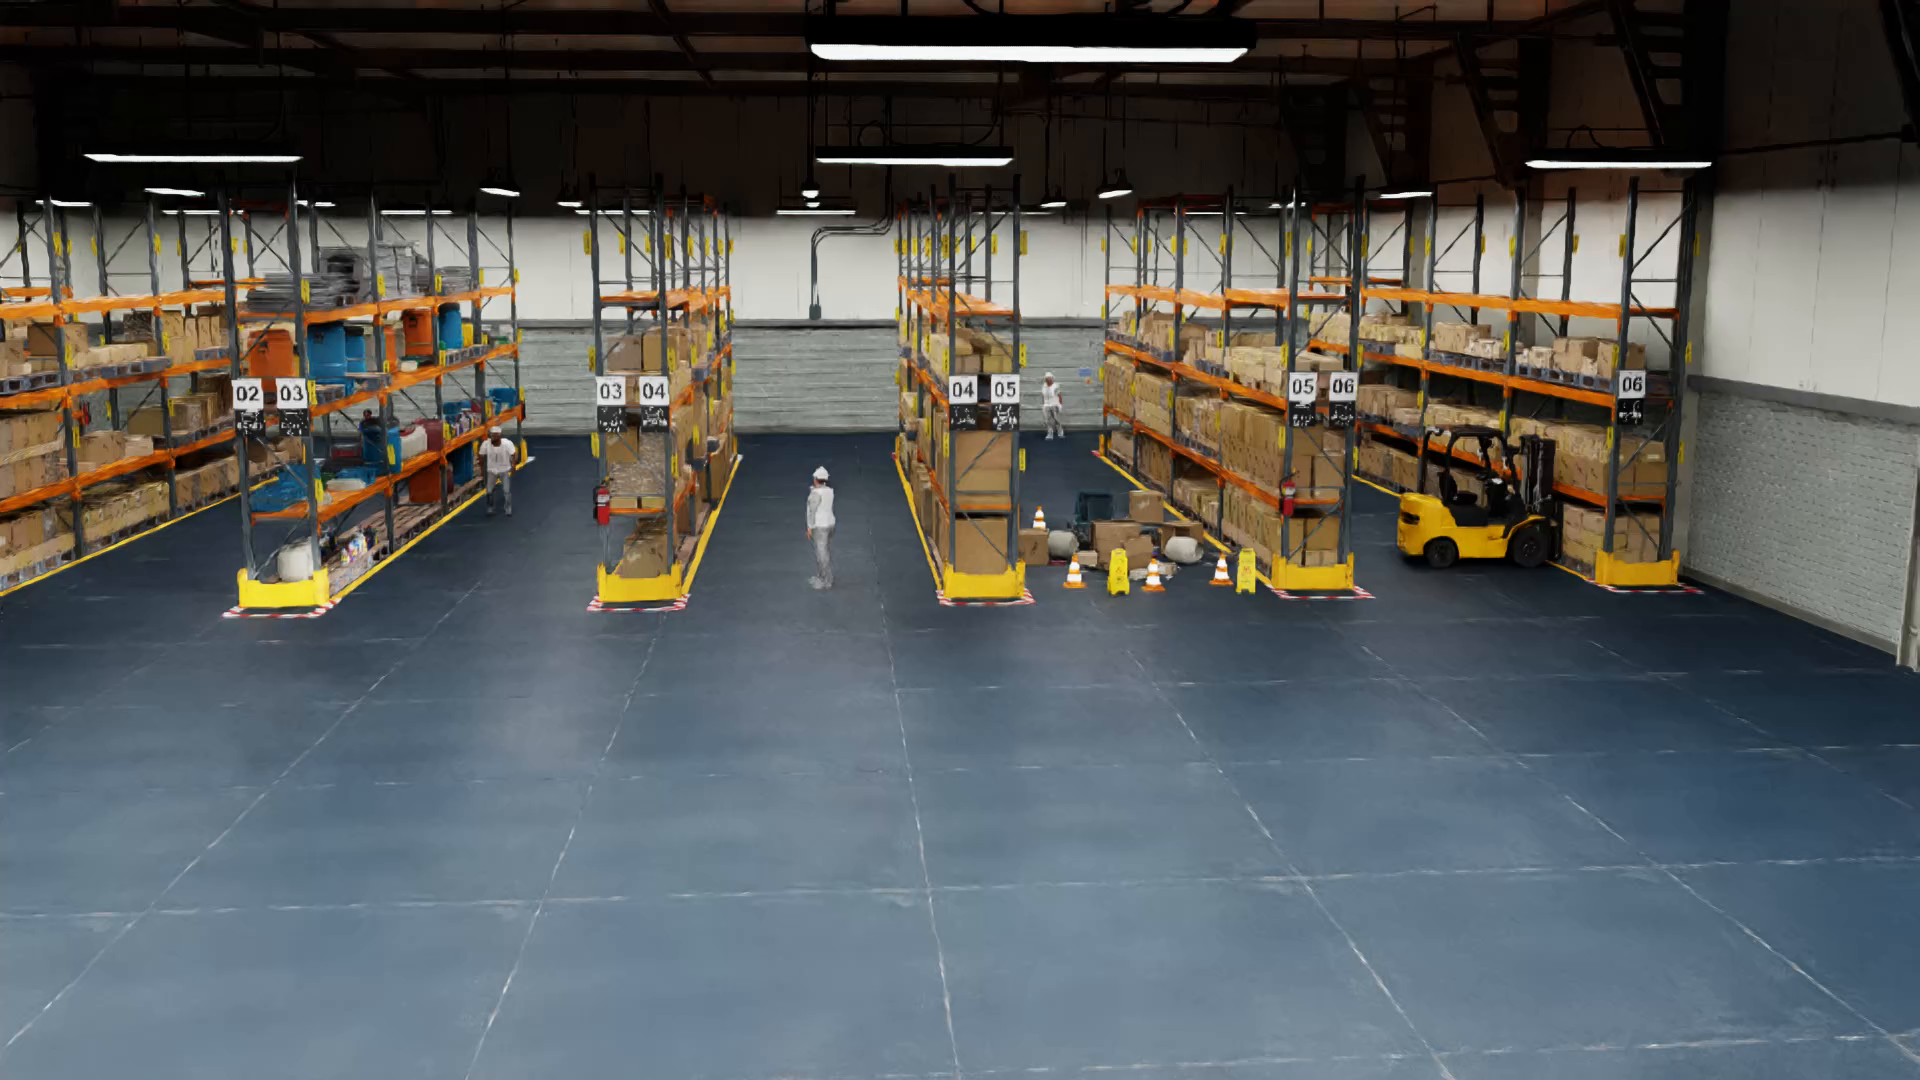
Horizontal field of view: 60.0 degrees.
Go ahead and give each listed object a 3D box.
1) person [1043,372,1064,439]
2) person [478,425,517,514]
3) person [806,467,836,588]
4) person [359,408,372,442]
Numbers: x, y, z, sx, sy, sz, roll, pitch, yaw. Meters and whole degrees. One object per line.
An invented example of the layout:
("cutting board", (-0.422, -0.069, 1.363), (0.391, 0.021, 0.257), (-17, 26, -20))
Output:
("person", (2.448, -3.548, 43.726), (0.591, 1.772, 0.572), (6, 12, 31))
("person", (-8.677, -1.308, 31.227), (0.719, 1.713, 0.572), (-1, 10, -7))
("person", (-2.081, -0.200, 24.689), (0.555, 1.769, 0.615), (5, 11, 25))
("person", (-12.660, -2.044, 35.689), (0.447, 1.560, 1.088), (0, 10, -2))
